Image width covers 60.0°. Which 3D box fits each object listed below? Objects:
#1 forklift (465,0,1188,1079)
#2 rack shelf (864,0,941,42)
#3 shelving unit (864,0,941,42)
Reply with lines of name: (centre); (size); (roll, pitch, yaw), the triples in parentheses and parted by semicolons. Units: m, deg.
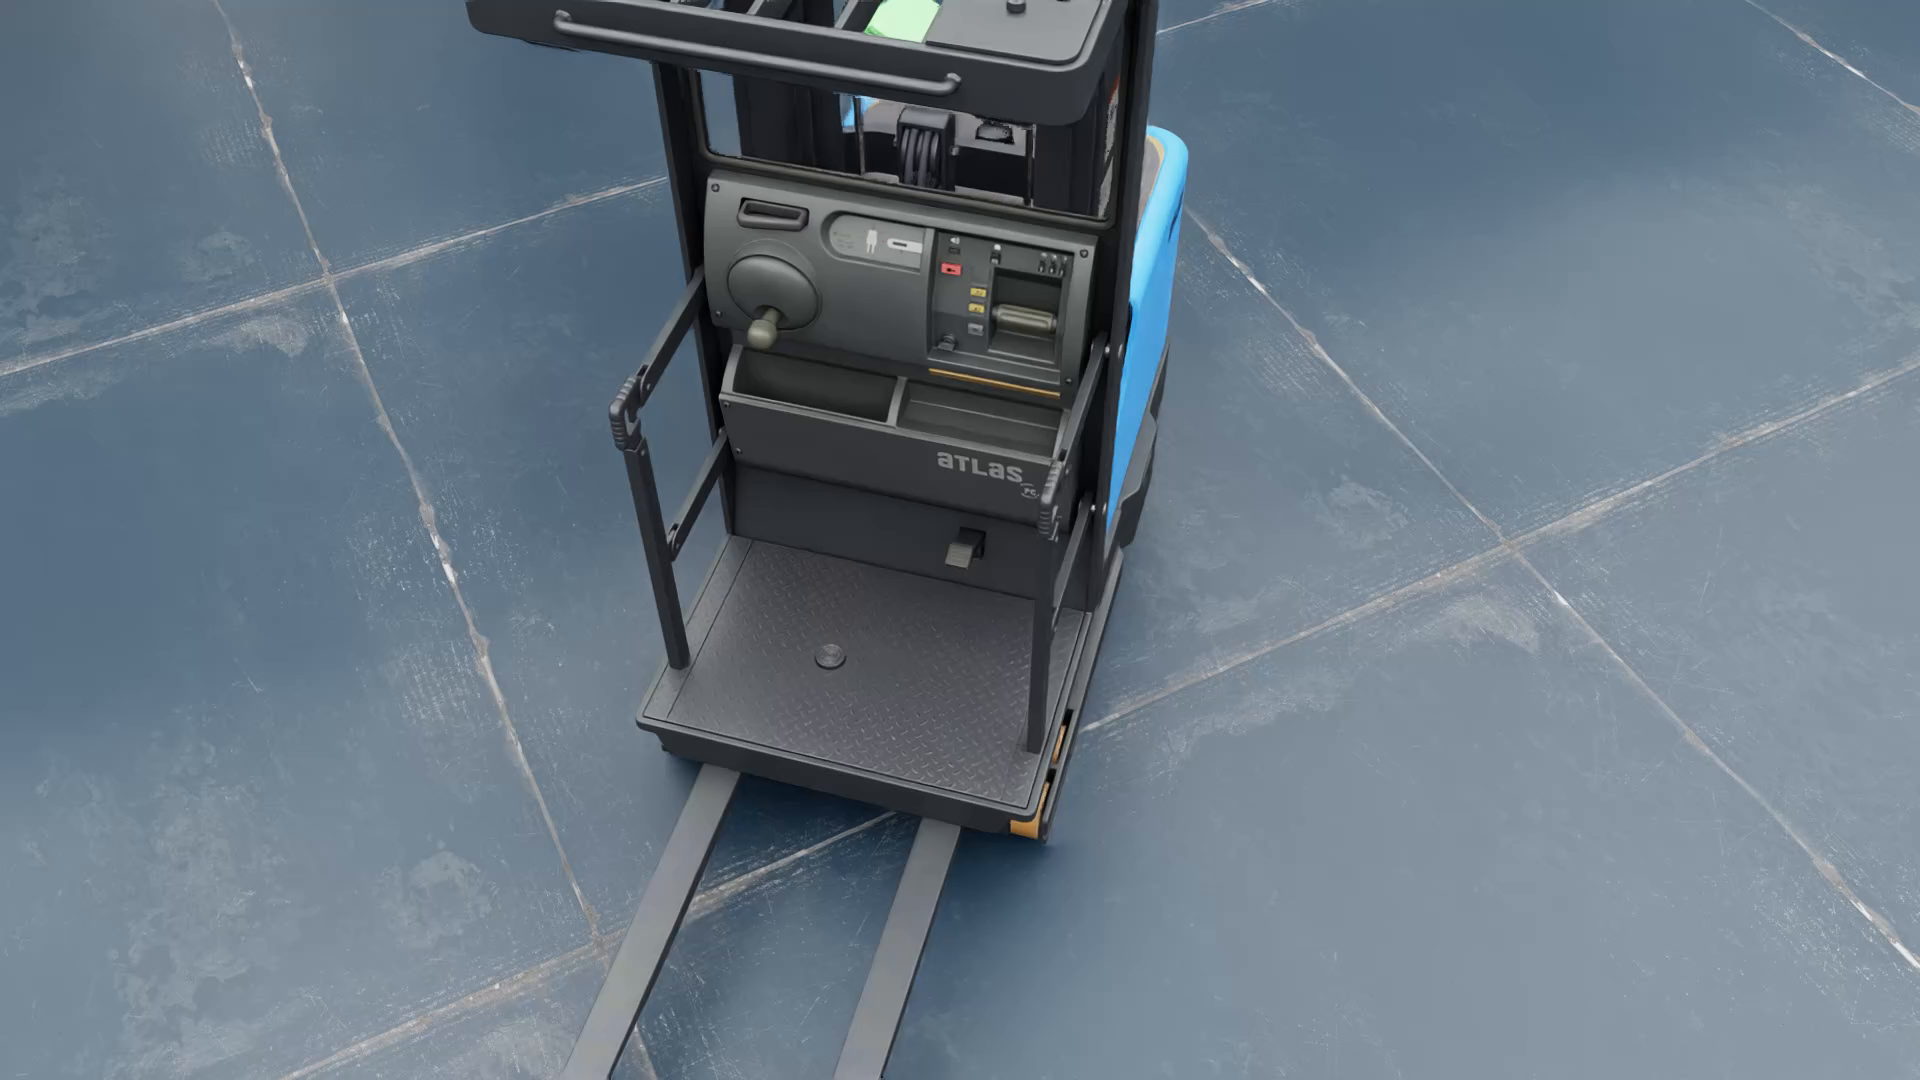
forklift: (-0.209, -0.491, 3.732); (1.130, 2.935, 3.031); (12, 50, 10)
rack shelf: (-0.082, -1.552, 5.258); (0.258, 0.148, 0.480); (-35, 58, -27)
shelving unit: (-0.082, -1.278, 5.571); (0.258, 1.200, 0.503); (-35, 58, -27)
